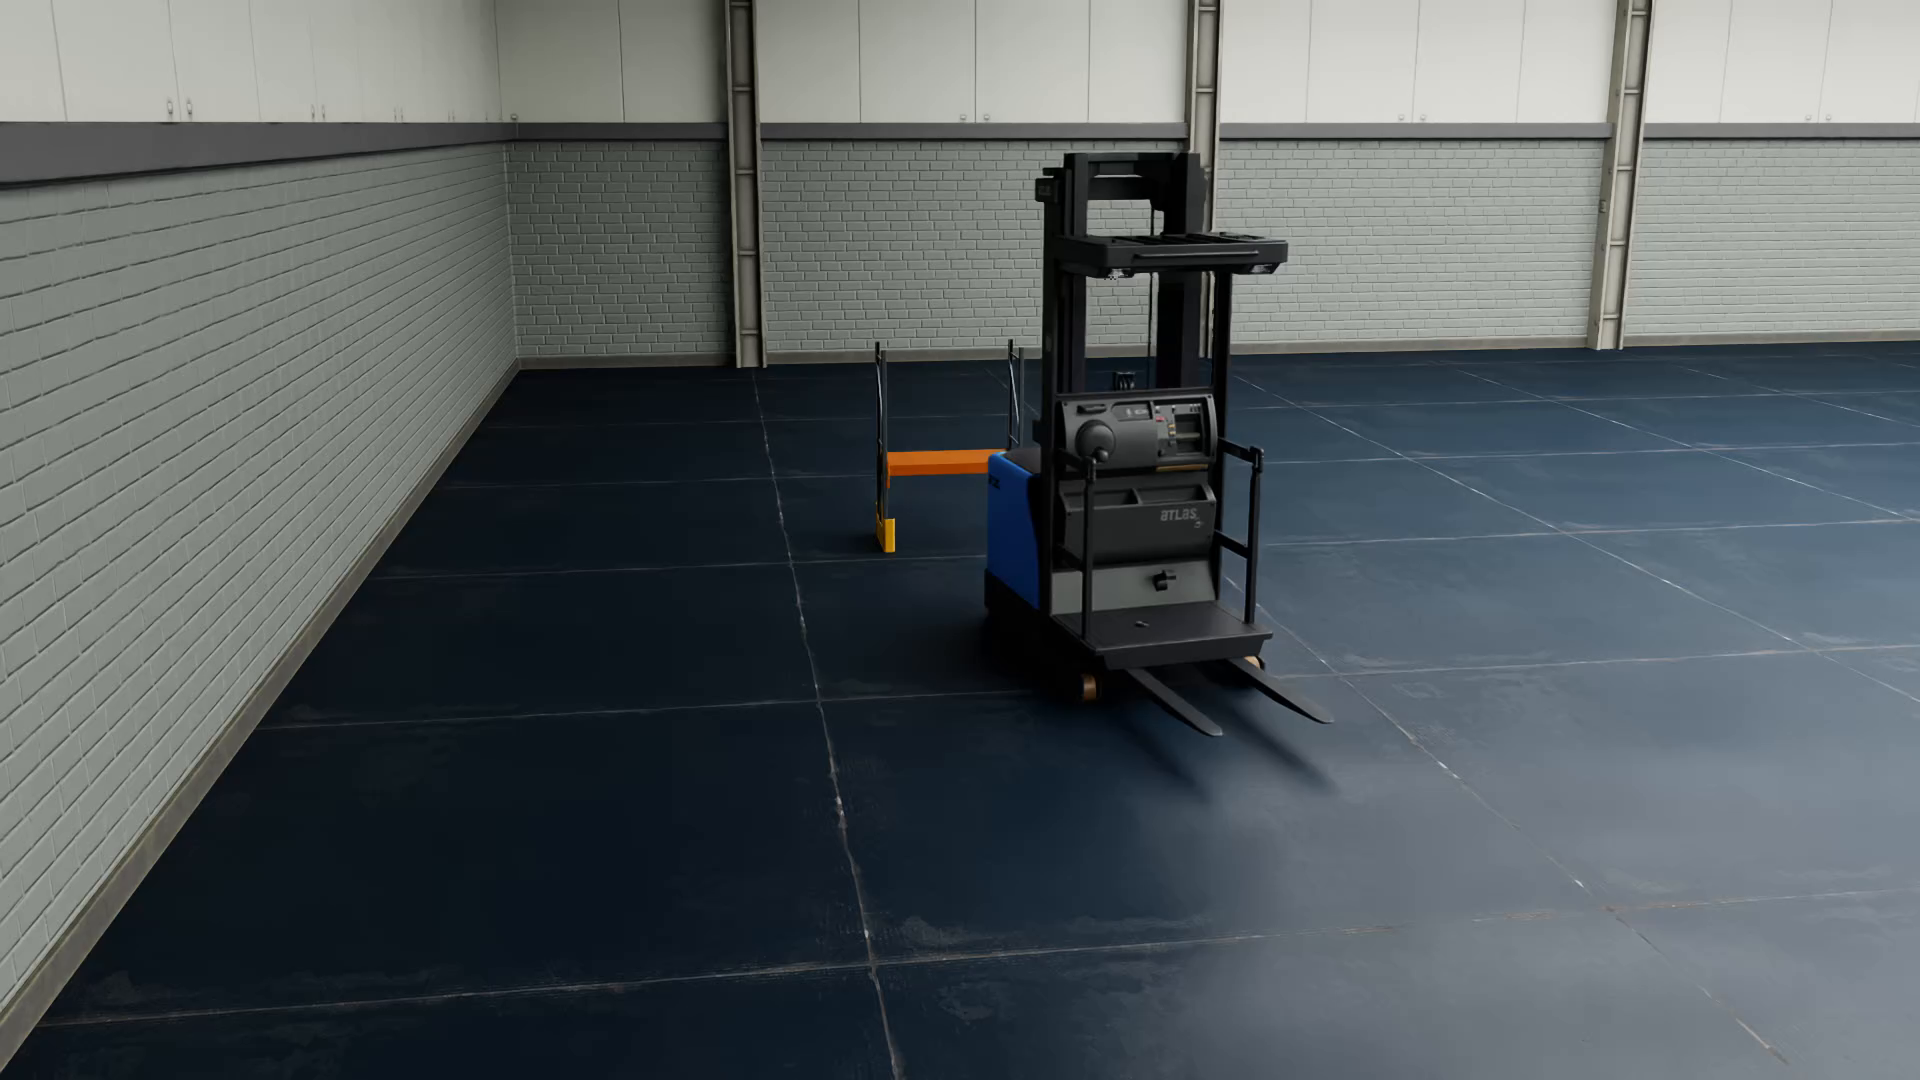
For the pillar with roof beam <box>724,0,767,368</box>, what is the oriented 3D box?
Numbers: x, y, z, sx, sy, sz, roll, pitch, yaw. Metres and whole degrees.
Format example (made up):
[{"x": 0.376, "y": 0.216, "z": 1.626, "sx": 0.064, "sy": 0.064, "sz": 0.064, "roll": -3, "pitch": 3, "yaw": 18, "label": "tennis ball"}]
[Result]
[{"x": -2.099, "y": -5.613, "z": 16.603, "sx": 0.400, "sy": 9.000, "sz": 9.100, "roll": -2, "pitch": 14, "yaw": -8, "label": "pillar with roof beam"}]

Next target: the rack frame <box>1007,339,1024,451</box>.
[{"x": 0.418, "y": -0.743, "z": 12.601, "sx": 0.032, "sy": 1.500, "sz": 0.500, "roll": -2, "pitch": 14, "yaw": -8, "label": "rack frame"}]

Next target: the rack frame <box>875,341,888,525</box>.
[{"x": -0.587, "y": -0.706, "z": 12.454, "sx": 0.032, "sy": 1.500, "sz": 0.500, "roll": -2, "pitch": 14, "yaw": -8, "label": "rack frame"}]

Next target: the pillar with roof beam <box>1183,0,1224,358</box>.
[{"x": 3.834, "y": -5.830, "z": 17.470, "sx": 0.400, "sy": 9.000, "sz": 9.100, "roll": -2, "pitch": 14, "yaw": -8, "label": "pillar with roof beam"}]

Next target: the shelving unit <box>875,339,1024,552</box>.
[{"x": -0.075, "y": -0.725, "z": 12.528, "sx": 1.083, "sy": 1.500, "sz": 0.587, "roll": -2, "pitch": 14, "yaw": -8, "label": "shelving unit"}]

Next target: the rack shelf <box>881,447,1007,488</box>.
[{"x": -0.084, "y": -0.550, "z": 12.571, "sx": 1.000, "sy": 0.185, "sz": 0.538, "roll": -2, "pitch": 14, "yaw": -8, "label": "rack shelf"}]

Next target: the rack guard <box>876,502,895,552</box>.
[{"x": -0.568, "y": -0.100, "z": 12.608, "sx": 0.087, "sy": 0.250, "sz": 0.587, "roll": -2, "pitch": 14, "yaw": -8, "label": "rack guard"}]

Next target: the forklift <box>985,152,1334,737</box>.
[{"x": 1.083, "y": -0.634, "z": 9.225, "sx": 1.130, "sy": 2.935, "sz": 3.031, "roll": -4, "pitch": 15, "yaw": -17, "label": "forklift"}]

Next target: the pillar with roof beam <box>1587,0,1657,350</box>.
[{"x": 9.767, "y": -6.048, "z": 18.337, "sx": 0.400, "sy": 9.000, "sz": 9.100, "roll": -2, "pitch": 14, "yaw": -8, "label": "pillar with roof beam"}]
